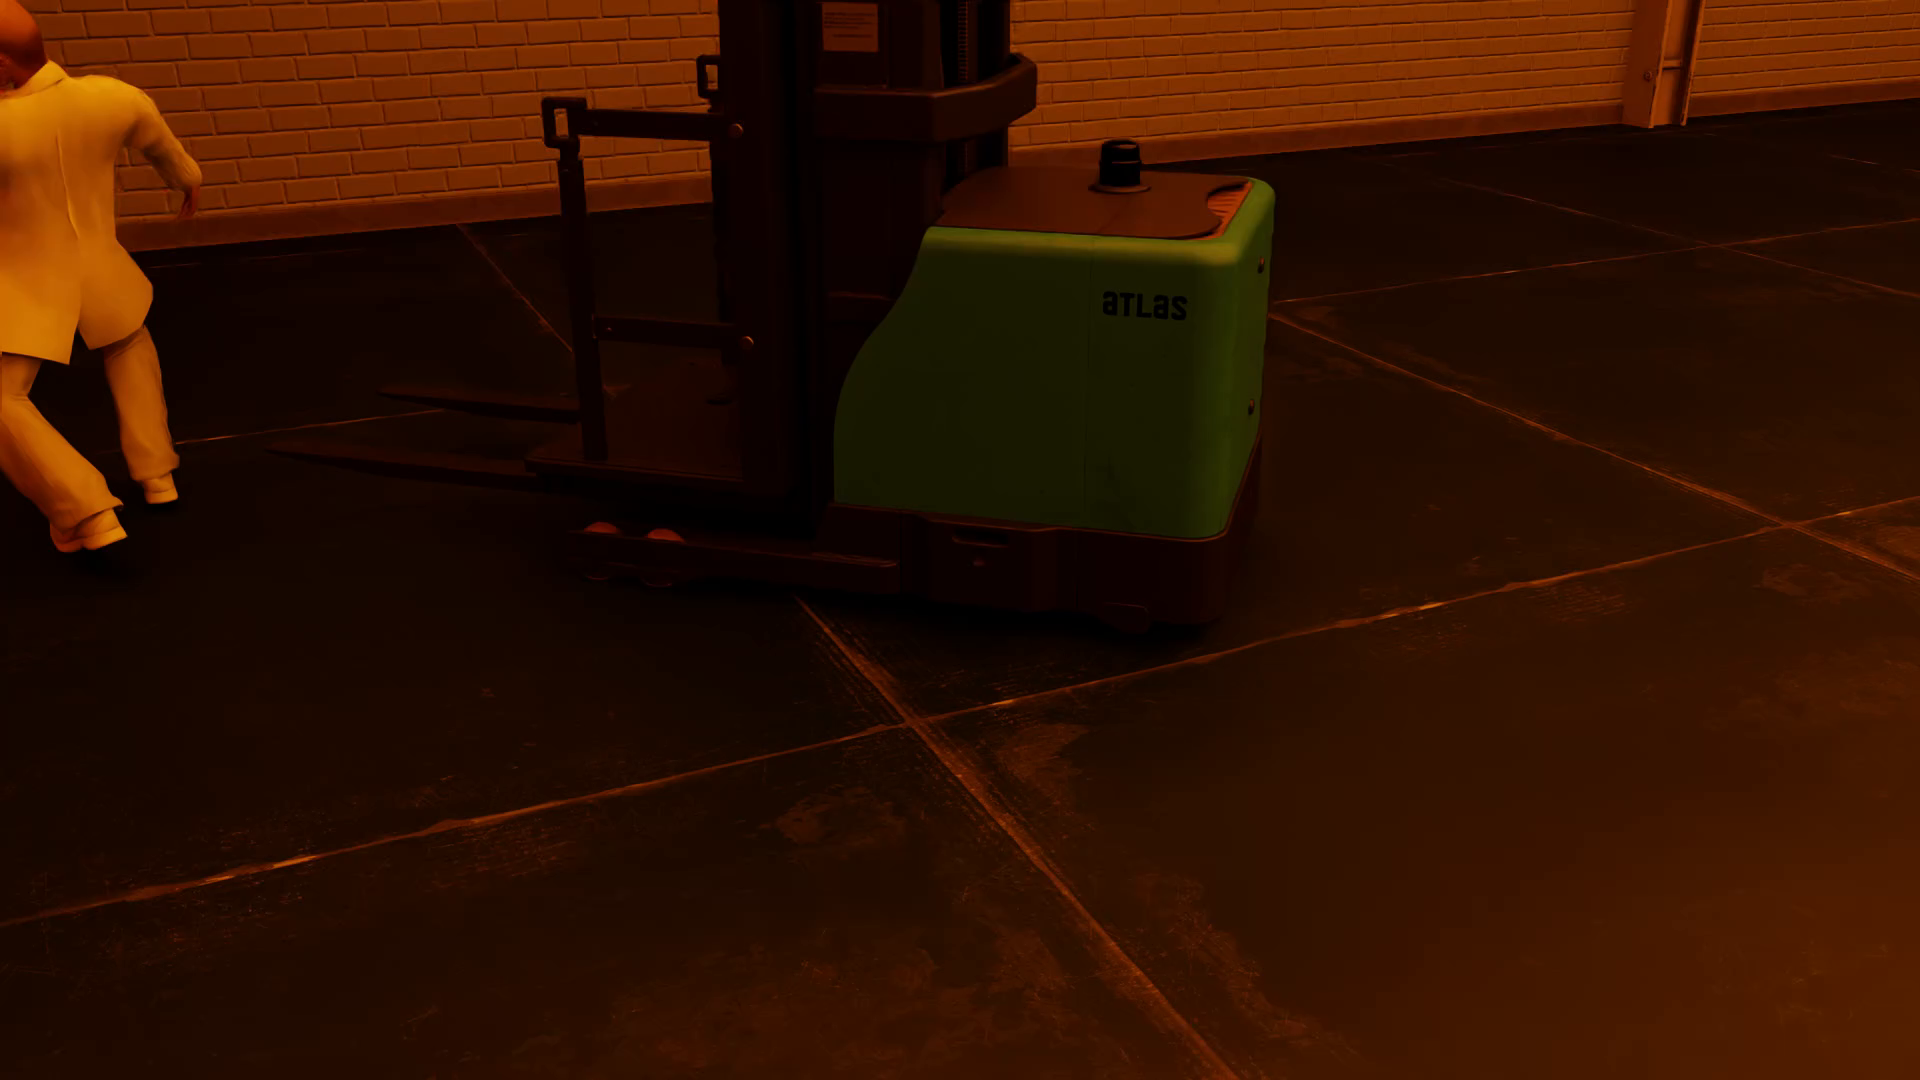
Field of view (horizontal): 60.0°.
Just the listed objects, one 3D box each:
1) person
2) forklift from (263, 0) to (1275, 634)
[{"bbox_3d":[-2.670,-0.830,5.061,0.915,1.542,0.944,10,25,23],"label":"person"},{"bbox_3d":[-0.643,-1.403,4.665,3.031,2.935,1.130,6,23,14],"label":"forklift"}]
